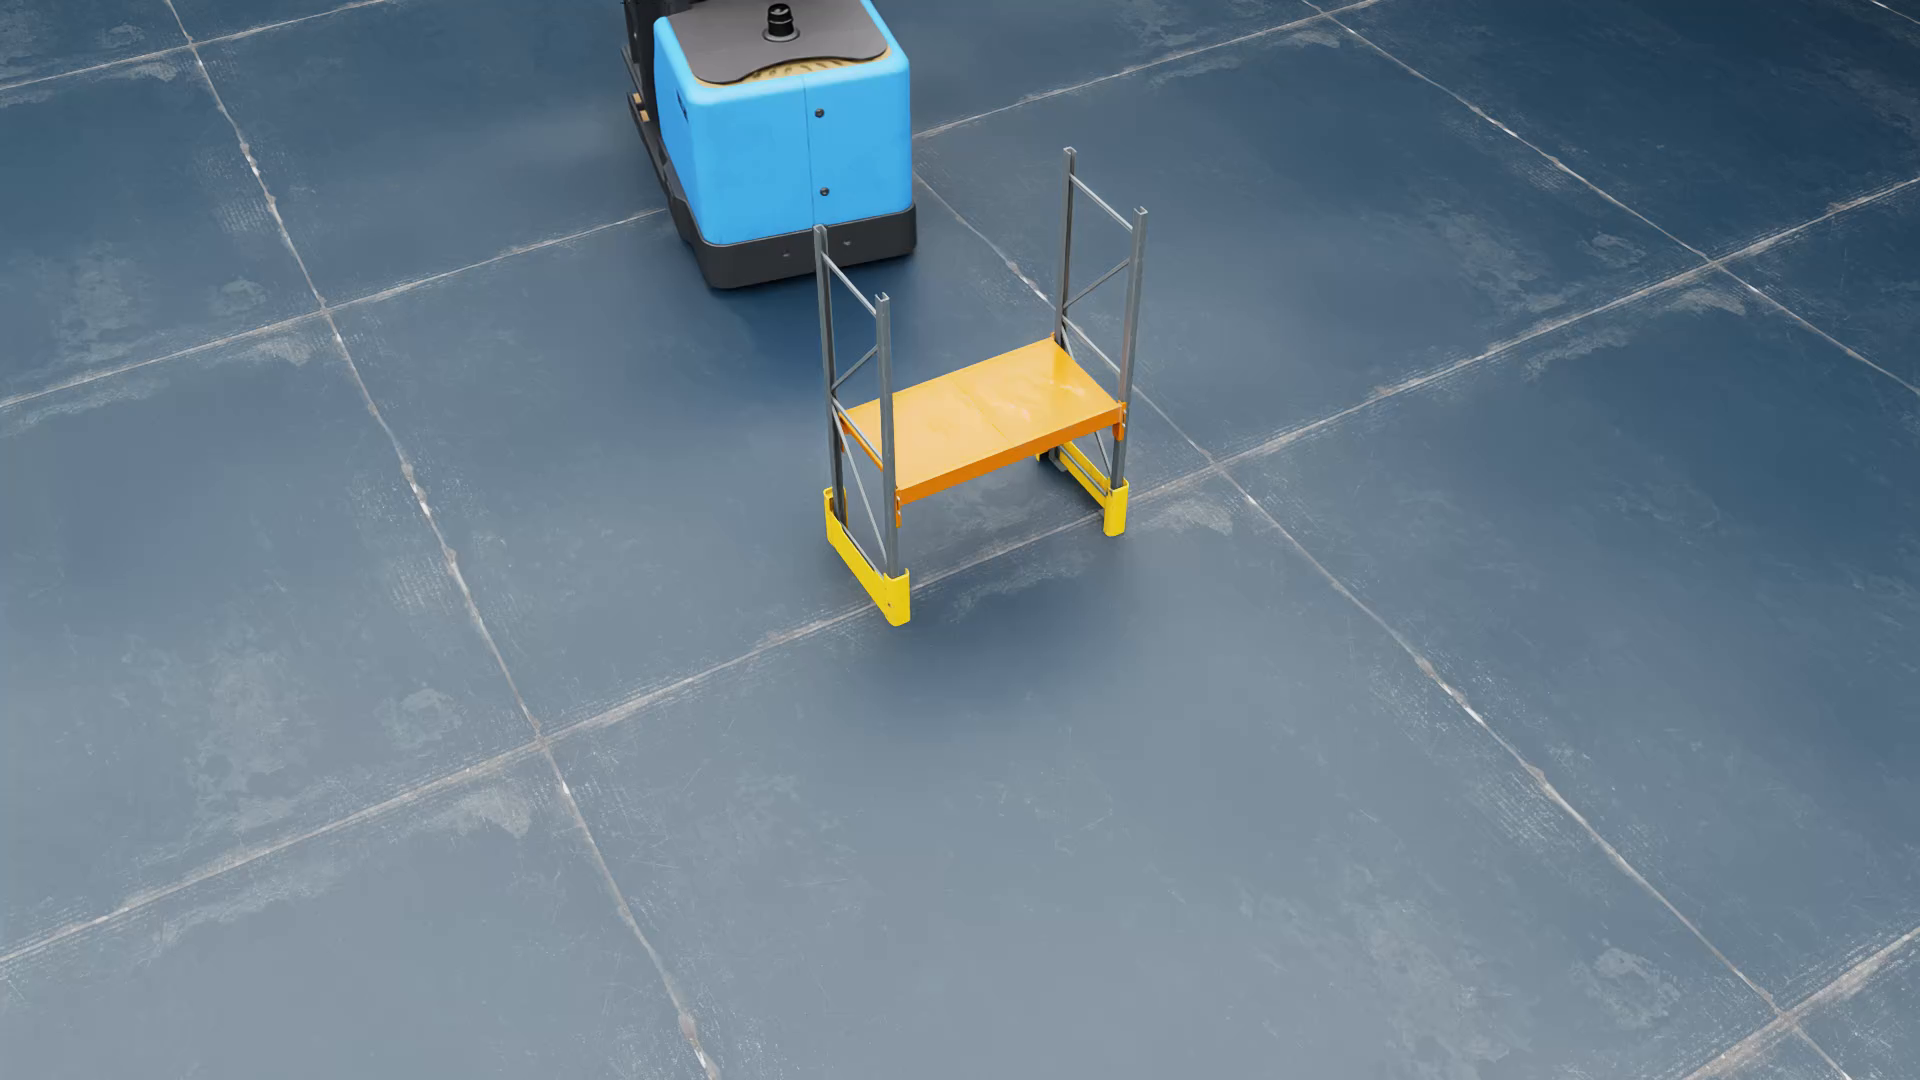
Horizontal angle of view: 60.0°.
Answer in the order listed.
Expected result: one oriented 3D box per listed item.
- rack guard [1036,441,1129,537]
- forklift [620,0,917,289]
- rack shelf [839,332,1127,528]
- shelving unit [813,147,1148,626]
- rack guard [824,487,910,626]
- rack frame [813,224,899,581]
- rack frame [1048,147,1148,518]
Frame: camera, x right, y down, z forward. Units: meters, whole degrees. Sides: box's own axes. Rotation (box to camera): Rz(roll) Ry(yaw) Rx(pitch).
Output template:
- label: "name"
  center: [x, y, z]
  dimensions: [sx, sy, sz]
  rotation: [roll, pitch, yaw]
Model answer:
- label: "rack guard"
  center: [0.498, -0.289, 6.868]
  dimensions: [0.087, 0.250, 0.587]
  rotation: [-22, 48, -21]
- label: "forklift"
  center: [-1.173, -3.285, 8.030]
  dimensions: [1.130, 2.935, 3.031]
  rotation: [-14, 46, -14]
- label: "rack shelf"
  center: [0.074, -0.439, 6.383]
  dimensions: [1.000, 0.185, 0.538]
  rotation: [-22, 48, -21]
- label: "shelving unit"
  center: [0.066, -0.565, 6.255]
  dimensions: [1.083, 1.500, 0.587]
  rotation: [-22, 48, -21]
- label: "rack guard"
  center: [-0.366, 0.057, 6.512]
  dimensions: [0.087, 0.250, 0.587]
  rotation: [-22, 48, -21]
- label: "rack frame"
  center: [-0.367, -0.391, 6.076]
  dimensions: [0.032, 1.500, 0.500]
  rotation: [-22, 48, -21]
- label: "rack frame"
  center: [0.515, -0.744, 6.440]
  dimensions: [0.032, 1.500, 0.500]
  rotation: [-22, 48, -21]
